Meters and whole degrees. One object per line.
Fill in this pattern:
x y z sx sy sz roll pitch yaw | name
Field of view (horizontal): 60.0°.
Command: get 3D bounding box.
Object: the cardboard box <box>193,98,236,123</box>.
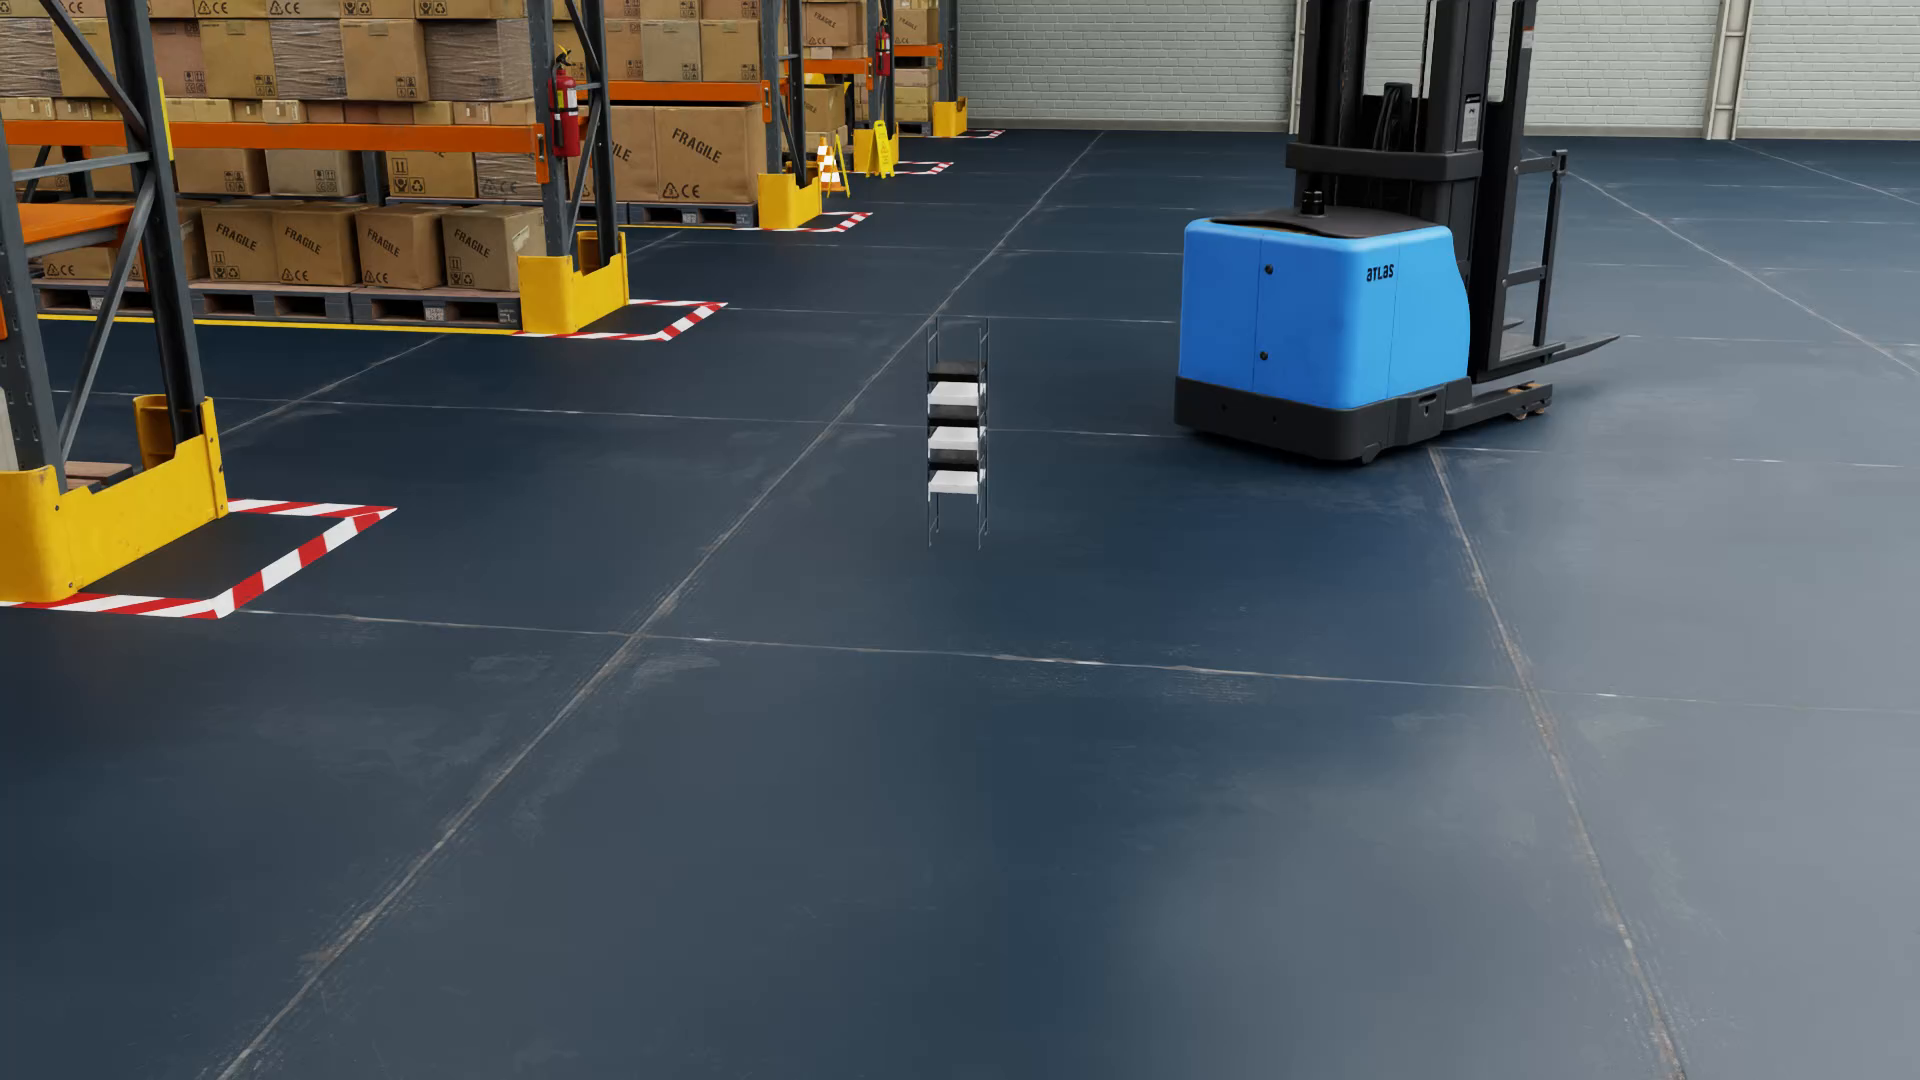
-4.831 -2.847 10.981 0.250 0.149 0.380 3 19 9 | cardboard box

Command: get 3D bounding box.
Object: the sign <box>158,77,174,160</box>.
-3.224 -1.693 6.699 0.005 0.325 0.100 3 19 9 | sign

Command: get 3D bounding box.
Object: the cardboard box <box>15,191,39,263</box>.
-7.082 -2.203 11.907 0.500 0.500 0.700 1 19 4 | cardboard box

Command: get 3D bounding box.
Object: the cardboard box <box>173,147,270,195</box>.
-7.171 -3.876 16.545 0.750 0.750 1.050 3 19 9 | cardboard box

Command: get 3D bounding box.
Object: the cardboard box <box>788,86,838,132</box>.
-1.790 -5.255 20.272 0.500 0.500 0.500 3 19 9 | cardboard box

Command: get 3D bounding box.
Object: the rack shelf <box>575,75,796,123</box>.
-3.618 -4.250 15.910 4.000 0.370 1.077 3 19 9 | rack shelf

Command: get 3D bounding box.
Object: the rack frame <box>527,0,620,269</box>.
-2.530 -2.941 10.866 0.127 3.000 1.000 3 19 9 | rack frame

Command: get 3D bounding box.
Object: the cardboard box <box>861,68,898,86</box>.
-1.183 -6.920 24.853 0.500 0.250 0.500 3 19 10 | cardboard box

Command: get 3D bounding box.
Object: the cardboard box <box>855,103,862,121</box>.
-1.670 -6.477 25.105 0.500 0.250 0.500 3 19 9 | cardboard box

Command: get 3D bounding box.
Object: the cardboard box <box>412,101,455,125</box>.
-3.346 -2.781 10.783 0.250 0.149 0.380 3 19 9 | cardboard box

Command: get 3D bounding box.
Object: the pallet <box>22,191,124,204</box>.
-8.775 -3.507 16.952 1.213 0.211 1.003 3 19 9 | pallet

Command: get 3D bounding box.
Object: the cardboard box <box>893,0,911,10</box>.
-0.818 -7.889 24.475 0.250 0.149 0.380 3 19 10 | cardboard box

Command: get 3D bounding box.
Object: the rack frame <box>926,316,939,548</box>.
-0.108 -0.432 6.677 0.006 0.900 0.240 3 19 9 | rack frame

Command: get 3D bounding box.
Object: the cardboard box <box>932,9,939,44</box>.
-0.619 -7.760 25.112 0.500 0.500 0.500 4 19 10 | cardboard box

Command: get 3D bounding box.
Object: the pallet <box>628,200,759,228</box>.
-2.445 -3.183 15.985 1.213 0.211 1.003 3 19 9 | pallet

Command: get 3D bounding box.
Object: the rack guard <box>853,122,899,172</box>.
-1.033 -4.864 20.553 0.348 0.500 1.175 3 19 9 | rack guard

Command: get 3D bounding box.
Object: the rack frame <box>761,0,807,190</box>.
-1.643 -4.490 15.495 0.127 3.000 1.000 3 19 9 | rack frame

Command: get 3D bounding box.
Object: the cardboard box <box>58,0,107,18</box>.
-5.581 -3.678 10.867 0.500 0.500 0.500 3 19 9 | cardboard box

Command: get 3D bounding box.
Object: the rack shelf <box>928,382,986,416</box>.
-0.008 -0.566 6.615 0.200 0.077 0.258 3 19 9 | rack shelf

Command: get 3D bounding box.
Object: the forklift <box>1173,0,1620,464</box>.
2.497 -2.121 8.522 3.031 2.935 1.130 -16 24 -40 | forklift

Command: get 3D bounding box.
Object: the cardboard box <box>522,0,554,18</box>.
-3.029 -3.717 10.982 0.500 0.500 0.500 3 19 9 | cardboard box

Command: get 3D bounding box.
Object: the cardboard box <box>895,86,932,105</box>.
-0.704 -6.660 24.864 0.500 0.250 0.500 3 19 8 | cardboard box

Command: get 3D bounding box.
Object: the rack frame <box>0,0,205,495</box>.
-3.315 -1.389 6.229 0.127 3.000 1.000 3 19 9 | rack frame

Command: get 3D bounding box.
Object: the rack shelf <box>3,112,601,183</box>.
-4.504 -2.701 11.281 4.000 0.370 1.077 3 19 9 | rack shelf

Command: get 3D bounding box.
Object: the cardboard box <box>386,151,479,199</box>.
-4.983 -3.829 16.207 0.875 0.875 0.875 3 19 9 | cardboard box

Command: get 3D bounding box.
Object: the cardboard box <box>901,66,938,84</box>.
-0.619 -7.054 25.254 0.500 0.250 0.500 3 19 8 | cardboard box

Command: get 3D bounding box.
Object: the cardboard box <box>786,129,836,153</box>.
-1.822 -4.899 20.388 0.500 0.250 0.500 3 19 8 | cardboard box

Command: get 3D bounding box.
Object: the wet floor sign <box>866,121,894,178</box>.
-0.940 -4.585 19.488 0.232 0.644 0.267 10 21 27 | wet floor sign

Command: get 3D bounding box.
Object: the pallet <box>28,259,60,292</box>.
-7.248 -1.859 12.026 1.213 0.211 1.003 3 19 9 | pallet

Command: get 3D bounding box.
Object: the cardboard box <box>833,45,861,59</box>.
-1.361 -5.879 20.041 0.250 0.149 0.380 4 19 10 | cardboard box

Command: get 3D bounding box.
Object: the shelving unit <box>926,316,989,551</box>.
-0.008 -0.427 6.662 0.210 0.900 0.258 3 19 9 | shelving unit

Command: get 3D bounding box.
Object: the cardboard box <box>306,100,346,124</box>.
-4.081 -2.829 10.928 0.250 0.149 0.380 3 19 9 | cardboard box

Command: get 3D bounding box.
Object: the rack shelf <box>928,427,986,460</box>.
-0.008 -0.396 6.672 0.200 0.077 0.258 3 19 9 | rack shelf

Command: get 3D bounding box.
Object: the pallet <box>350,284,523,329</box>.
-3.401 -1.675 11.475 1.213 0.211 1.003 3 19 9 | pallet

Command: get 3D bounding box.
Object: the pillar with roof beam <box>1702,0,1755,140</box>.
10.447 -8.811 18.954 0.400 9.000 9.100 3 19 9 | pillar with roof beam

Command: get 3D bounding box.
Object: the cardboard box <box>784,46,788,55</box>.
-2.137 -5.880 20.044 0.250 0.149 0.380 3 19 10 | cardboard box

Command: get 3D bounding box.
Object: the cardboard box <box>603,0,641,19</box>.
-3.092 -5.174 15.600 0.550 0.550 0.875 3 19 9 | cardboard box

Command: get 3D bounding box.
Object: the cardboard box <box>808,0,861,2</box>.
-1.497 -6.666 19.796 0.500 0.500 0.700 2 19 7 | cardboard box

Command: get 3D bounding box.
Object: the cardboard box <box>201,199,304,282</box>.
-4.898 -2.090 11.601 0.500 0.500 0.500 1 19 4 | cardboard box

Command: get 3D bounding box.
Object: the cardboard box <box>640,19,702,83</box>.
-2.563 -4.586 15.547 0.550 0.550 0.875 3 19 9 | cardboard box

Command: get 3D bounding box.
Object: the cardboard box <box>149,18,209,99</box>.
-5.047 -3.259 11.190 0.500 0.500 0.875 3 19 9 | cardboard box

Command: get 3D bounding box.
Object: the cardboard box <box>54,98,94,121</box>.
-5.818 -2.898 11.132 0.250 0.149 0.380 3 19 9 | cardboard box

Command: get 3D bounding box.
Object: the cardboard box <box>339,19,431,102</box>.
-3.581 -3.154 10.874 0.500 0.500 0.875 3 19 9 | cardboard box

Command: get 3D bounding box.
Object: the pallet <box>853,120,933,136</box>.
-0.936 -6.304 25.311 1.213 0.211 1.003 3 19 9 | pallet

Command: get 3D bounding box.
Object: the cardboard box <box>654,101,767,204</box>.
-2.323 -3.695 15.806 0.875 0.875 0.875 3 19 9 | cardboard box

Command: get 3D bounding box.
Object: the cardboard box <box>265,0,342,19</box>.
-4.100 -3.603 10.643 0.500 0.500 0.500 3 19 9 | cardboard box

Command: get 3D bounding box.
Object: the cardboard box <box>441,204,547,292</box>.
-3.144 -1.992 11.306 0.500 0.500 0.500 7 20 19 | cardboard box

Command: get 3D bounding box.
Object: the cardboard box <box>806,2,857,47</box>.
-1.537 -6.175 19.906 0.500 0.500 0.500 3 19 8 | cardboard box
